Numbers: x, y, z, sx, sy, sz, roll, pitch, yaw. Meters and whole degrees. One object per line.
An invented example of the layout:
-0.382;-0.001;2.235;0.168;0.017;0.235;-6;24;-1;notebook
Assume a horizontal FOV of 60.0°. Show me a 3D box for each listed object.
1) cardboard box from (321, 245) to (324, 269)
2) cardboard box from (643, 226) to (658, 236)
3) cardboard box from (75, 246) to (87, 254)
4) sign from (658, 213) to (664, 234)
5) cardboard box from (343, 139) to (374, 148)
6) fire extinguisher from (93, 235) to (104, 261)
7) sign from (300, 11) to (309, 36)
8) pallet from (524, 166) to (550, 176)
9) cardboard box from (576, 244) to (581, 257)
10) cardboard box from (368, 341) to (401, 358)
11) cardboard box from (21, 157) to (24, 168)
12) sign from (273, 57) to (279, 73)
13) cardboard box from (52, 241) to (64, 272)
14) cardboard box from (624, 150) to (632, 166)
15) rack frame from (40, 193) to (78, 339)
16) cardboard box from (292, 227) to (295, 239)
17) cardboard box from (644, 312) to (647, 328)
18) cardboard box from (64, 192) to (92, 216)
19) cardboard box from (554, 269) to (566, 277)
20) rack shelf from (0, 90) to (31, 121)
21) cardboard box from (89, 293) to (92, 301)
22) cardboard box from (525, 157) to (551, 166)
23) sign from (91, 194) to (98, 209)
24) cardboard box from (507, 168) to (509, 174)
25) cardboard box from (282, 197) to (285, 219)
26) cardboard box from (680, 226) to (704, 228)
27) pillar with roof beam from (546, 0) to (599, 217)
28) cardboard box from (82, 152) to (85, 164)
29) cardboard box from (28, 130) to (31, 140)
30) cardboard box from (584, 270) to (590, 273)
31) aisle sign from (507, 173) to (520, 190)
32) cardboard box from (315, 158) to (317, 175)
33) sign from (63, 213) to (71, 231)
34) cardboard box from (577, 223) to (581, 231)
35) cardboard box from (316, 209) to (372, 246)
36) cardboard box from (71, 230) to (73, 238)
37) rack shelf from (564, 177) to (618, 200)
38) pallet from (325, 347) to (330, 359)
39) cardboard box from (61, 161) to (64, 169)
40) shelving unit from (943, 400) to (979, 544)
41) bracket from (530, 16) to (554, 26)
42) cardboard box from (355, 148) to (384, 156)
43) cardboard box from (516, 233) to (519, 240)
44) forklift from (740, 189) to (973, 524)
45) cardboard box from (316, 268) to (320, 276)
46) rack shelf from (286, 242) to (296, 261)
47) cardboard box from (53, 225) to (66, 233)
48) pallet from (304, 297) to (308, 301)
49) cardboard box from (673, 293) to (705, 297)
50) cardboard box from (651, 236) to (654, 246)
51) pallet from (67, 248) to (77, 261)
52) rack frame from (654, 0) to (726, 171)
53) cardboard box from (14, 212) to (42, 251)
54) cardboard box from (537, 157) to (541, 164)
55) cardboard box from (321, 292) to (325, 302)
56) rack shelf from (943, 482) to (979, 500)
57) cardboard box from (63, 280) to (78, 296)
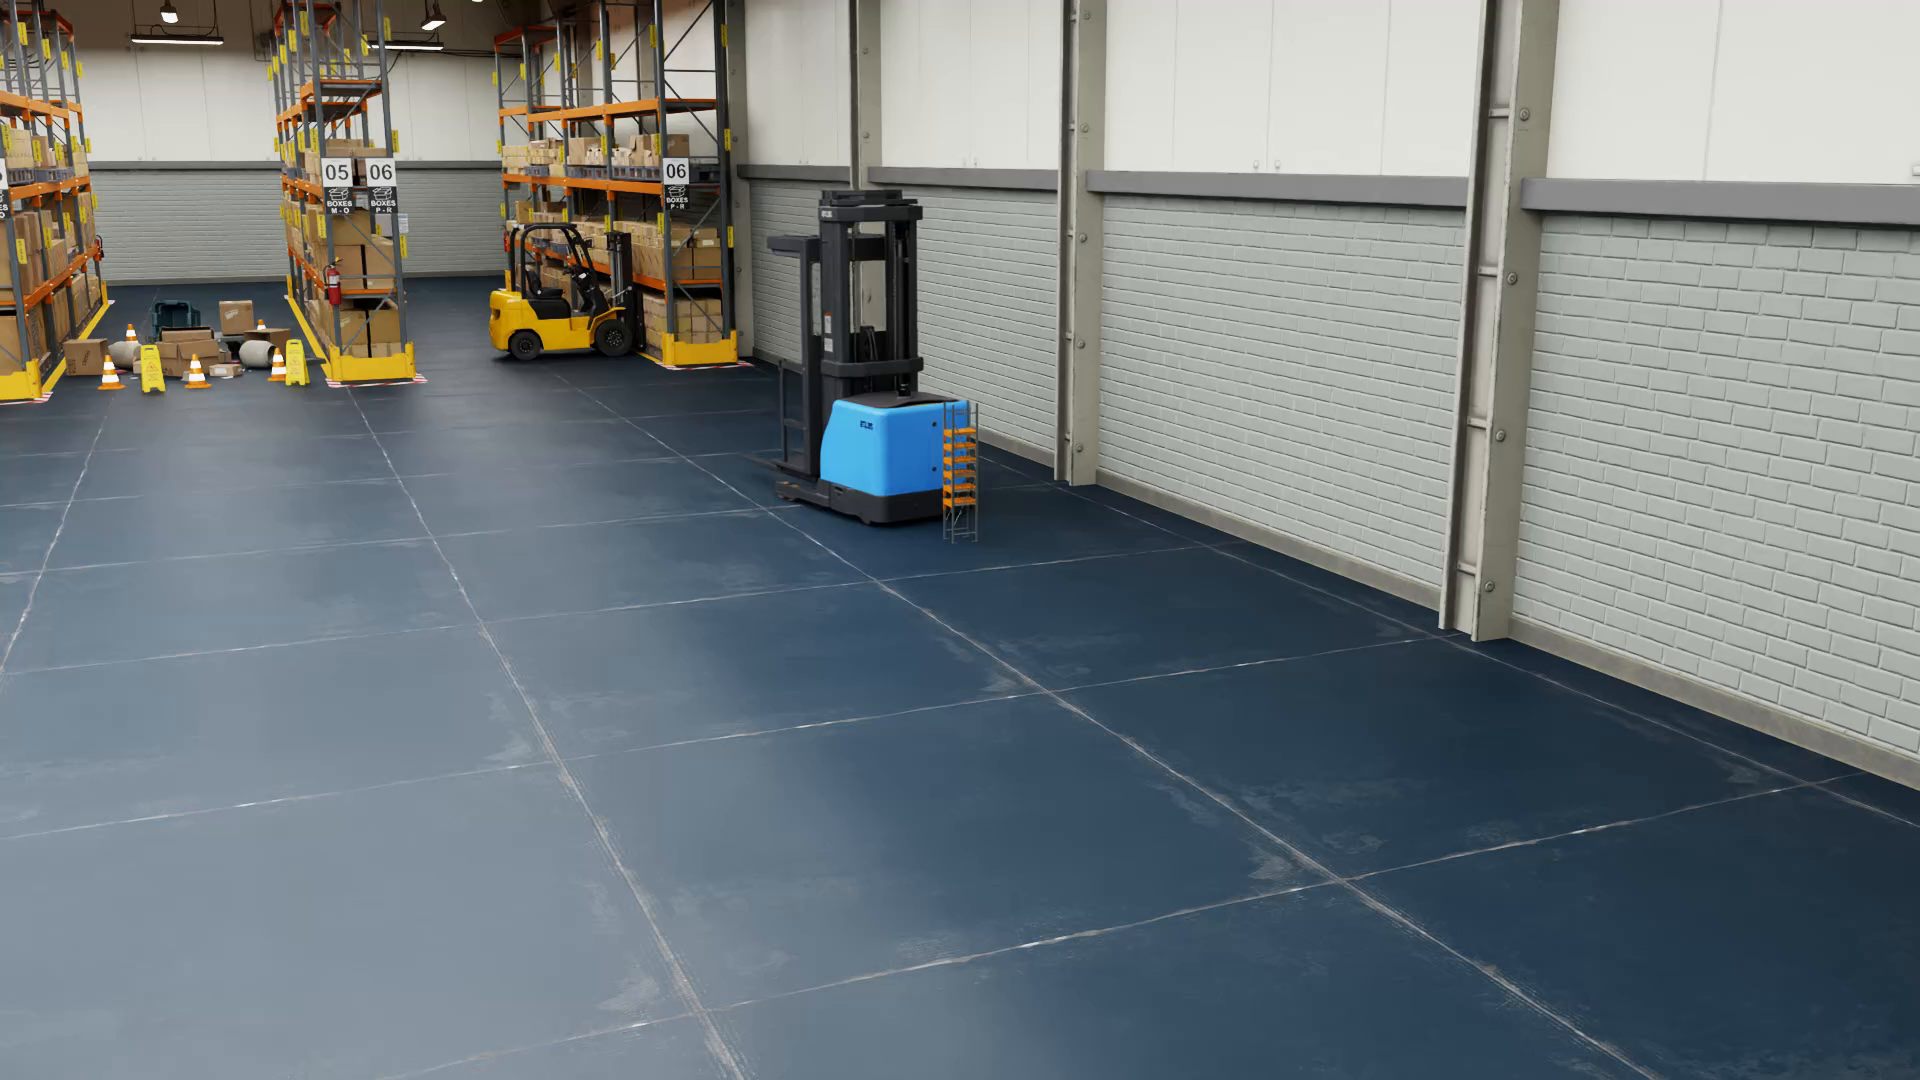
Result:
-9.383;-4.249;25.196;0.500;0.500;0.500;-6;14;-23;cardboard box
-5.001;-5.080;27.347;0.380;0.149;0.250;-5;14;-22;cardboard box
-17.832;-5.842;33.514;0.380;0.149;0.250;-5;14;-21;cardboard box
-4.673;-4.947;25.999;0.100;0.325;0.005;-6;14;-23;sign
-10.395;-6.786;28.680;0.500;0.250;0.500;-6;14;-24;cardboard box
-19.299;-6.577;37.132;0.296;0.674;0.183;-6;14;-23;fire extinguisher
-9.233;-7.274;23.417;0.100;0.325;0.005;-6;14;-23;sign
-8.780;-8.022;36.141;1.213;0.211;1.003;-6;14;-23;pallet
-7.224;-5.675;32.572;0.500;0.250;0.500;-6;14;-24;cardboard box
-8.786;-2.921;25.506;0.500;0.250;0.500;-6;14;-23;cardboard box
-13.763;-5.454;24.033;0.380;0.149;0.250;-6;14;-23;cardboard box
-14.042;-9.754;34.133;0.100;0.325;0.005;-6;14;-23;sign
-15.591;-4.823;28.334;0.500;0.500;0.500;-6;14;-24;cardboard box
-5.456;-6.455;28.101;0.396;0.266;0.258;-6;14;-24;cardboard box
-16.416;-5.049;29.535;1.000;3.000;0.127;-6;14;-23;rack frame
-13.606;-6.398;34.585;0.500;0.250;0.500;-6;14;-25;cardboard box
-5.068;-3.704;27.779;0.500;0.250;0.500;-6;14;-24;cardboard box
-19.210;-7.311;36.207;0.500;0.500;0.500;-6;14;-24;cardboard box
-8.497;-5.734;35.664;0.380;0.149;0.250;-5;14;-21;cardboard box
-14.013;-6.187;23.628;1.077;0.370;4.000;-6;14;-23;rack shelf
-17.871;-4.940;33.794;0.380;0.149;0.250;-5;14;-20;cardboard box
-9.400;-8.403;37.046;0.500;0.250;0.500;-6;14;-23;cardboard box
-19.104;-7.466;36.709;0.100;0.325;0.005;-6;14;-23;sign
-10.665;-8.871;39.953;0.380;0.149;0.250;-5;14;-22;cardboard box
-15.194;-7.581;38.034;0.500;0.500;0.500;-6;14;-24;cardboard box
-4.387;-5.075;27.325;0.380;0.149;0.250;-6;14;-23;cardboard box
-12.374;-9.552;35.685;9.100;9.000;0.548;-6;14;-23;pillar with roof beam
-18.997;-8.156;35.531;0.500;0.250;0.500;-6;14;-24;cardboard box
-14.375;-6.157;25.303;0.380;0.149;0.250;-6;14;-23;cardboard box
-7.865;-5.668;35.379;0.380;0.149;0.250;-6;14;-23;cardboard box
-10.876;-8.873;40.292;0.394;0.787;0.004;-6;14;-23;aisle sign
-9.357;-5.585;24.867;0.500;0.250;0.500;-6;14;-24;cardboard box
-15.909;-5.664;29.624;0.100;0.325;0.005;-6;14;-23;sign
-7.282;-6.133;32.556;0.380;0.149;0.250;-5;14;-21;cardboard box
-9.121;-4.631;24.629;0.700;0.500;0.500;-6;14;-24;cardboard box
-17.475;-5.933;32.317;0.380;0.149;0.250;-5;14;-21;cardboard box
-6.573;-6.664;31.455;1.077;0.370;4.000;-6;14;-23;rack shelf
-10.017;-3.197;27.715;1.003;0.211;1.213;-6;14;-23;pallet
-16.608;-6.804;30.242;0.500;0.500;0.500;-6;14;-23;cardboard box
0.006;-0.582;14.222;0.258;1.200;0.189;-6;14;-23;shelving unit
-9.954;-12.281;39.491;0.076;0.066;4.783;-6;14;-23;bracket
-8.672;-5.684;24.412;0.380;0.149;0.250;-6;14;-23;cardboard box
-10.228;-7.134;39.097;0.380;0.149;0.250;-6;14;-25;cardboard box
-1.134;-1.848;15.855;1.130;2.935;3.031;-9;16;-34;forklift
-10.487;-4.475;27.608;0.380;0.149;0.250;-6;14;-23;cardboard box
-14.325;-6.407;36.994;1.077;0.370;4.000;-6;14;-23;rack shelf
-16.952;-5.806;31.109;0.380;0.149;0.250;-5;14;-21;cardboard box
-13.756;-5.149;36.151;1.003;0.211;1.213;-6;14;-23;pallet
-4.583;-3.989;27.904;0.500;0.250;0.500;-6;14;-23;cardboard box
-4.832;-4.886;27.169;0.380;0.149;0.250;-6;14;-23;cardboard box
-17.247;-5.361;31.307;1.003;0.211;1.213;-6;14;-23;pallet
-4.170;-7.236;25.679;1.000;3.000;0.127;-6;14;-23;rack frame
-14.371;-4.640;25.037;0.875;0.550;0.550;-6;14;-23;cardboard box
-8.717;-8.024;35.136;0.380;0.149;0.250;-5;14;-22;cardboard box
-10.017;-3.898;26.627;0.380;0.149;0.250;-5;14;-20;cardboard box
0.006;-0.421;14.259;0.258;0.103;0.180;-6;14;-23;rack shelf
-16.674;-4.671;30.847;0.500;0.250;0.500;-6;14;-24;cardboard box
